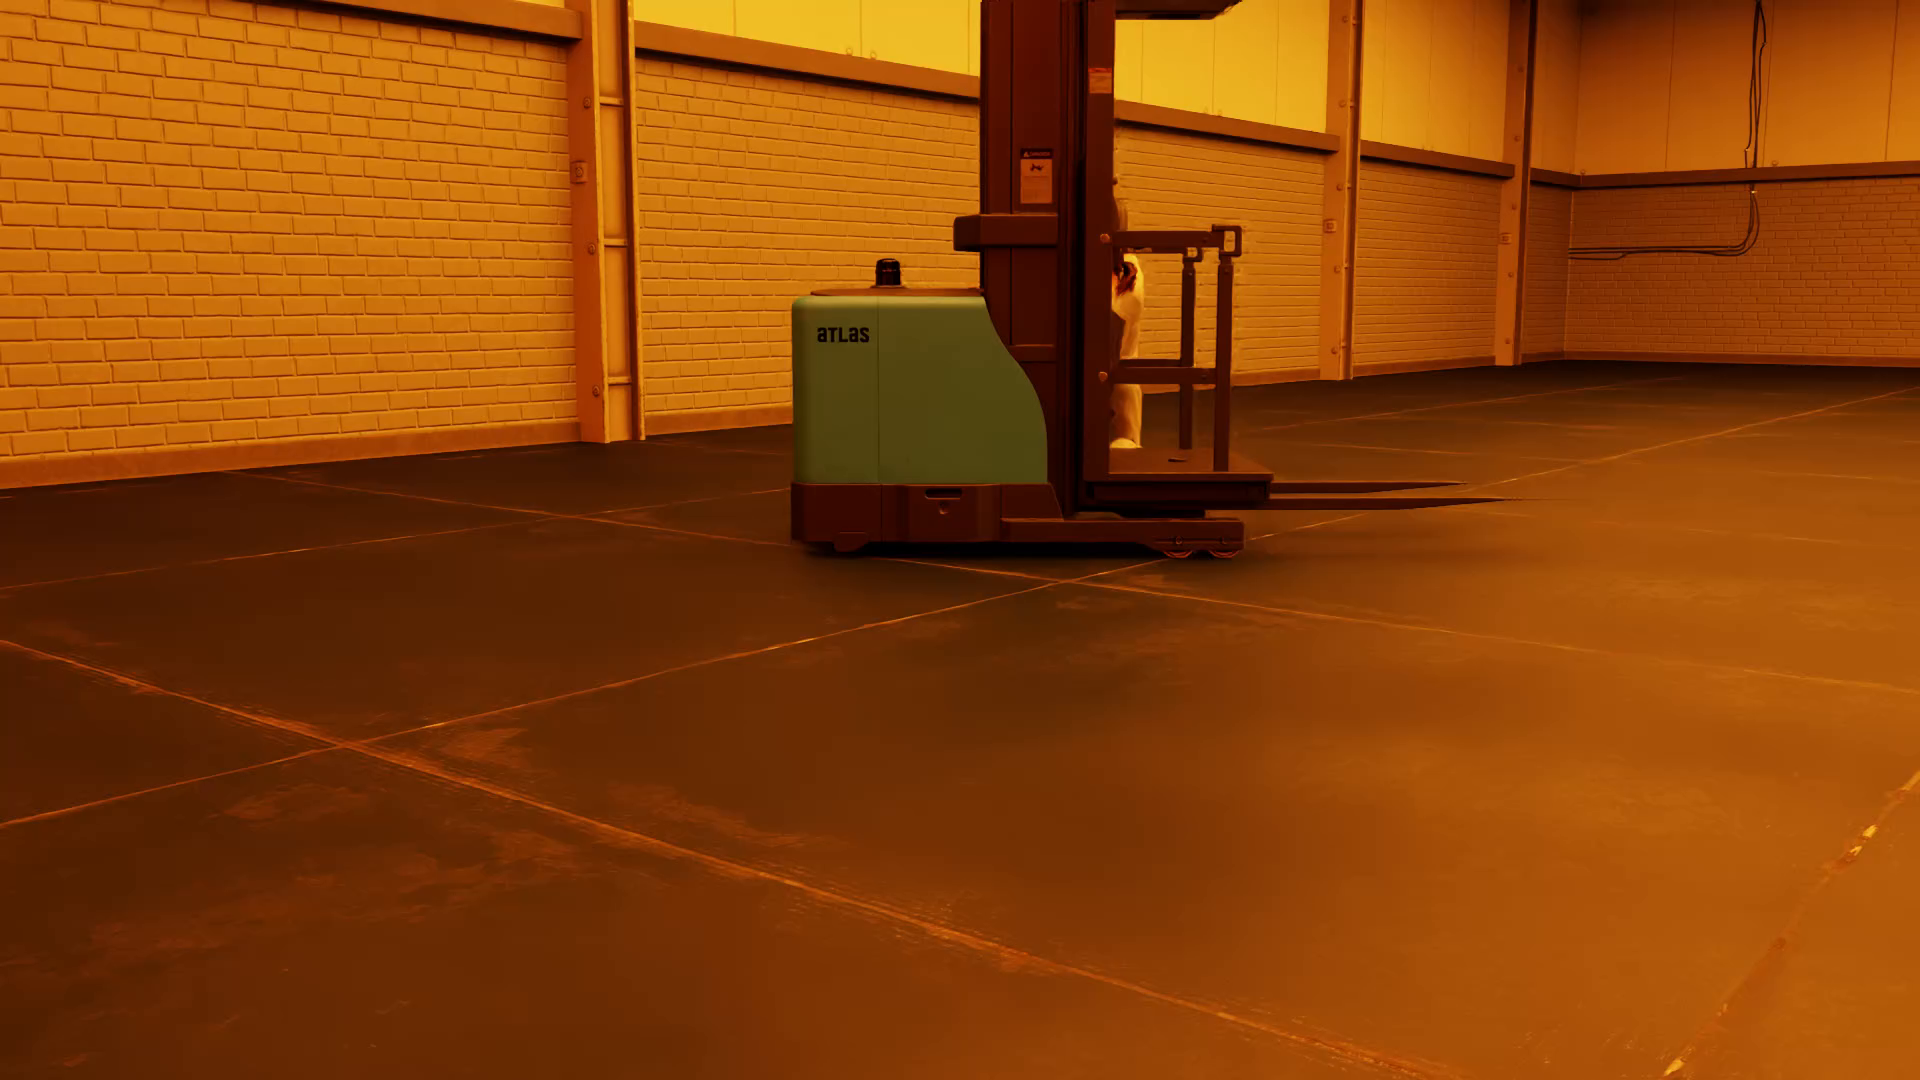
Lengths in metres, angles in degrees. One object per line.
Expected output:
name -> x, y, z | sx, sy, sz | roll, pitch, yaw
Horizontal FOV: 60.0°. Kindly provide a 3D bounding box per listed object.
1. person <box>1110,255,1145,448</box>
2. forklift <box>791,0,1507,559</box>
person -> 0.729, -0.934, 9.068 | 0.535, 1.217, 0.823 | -1, 8, -9
forklift -> 0.804, -1.450, 7.188 | 3.031, 2.935, 1.130 | 0, 8, -1
